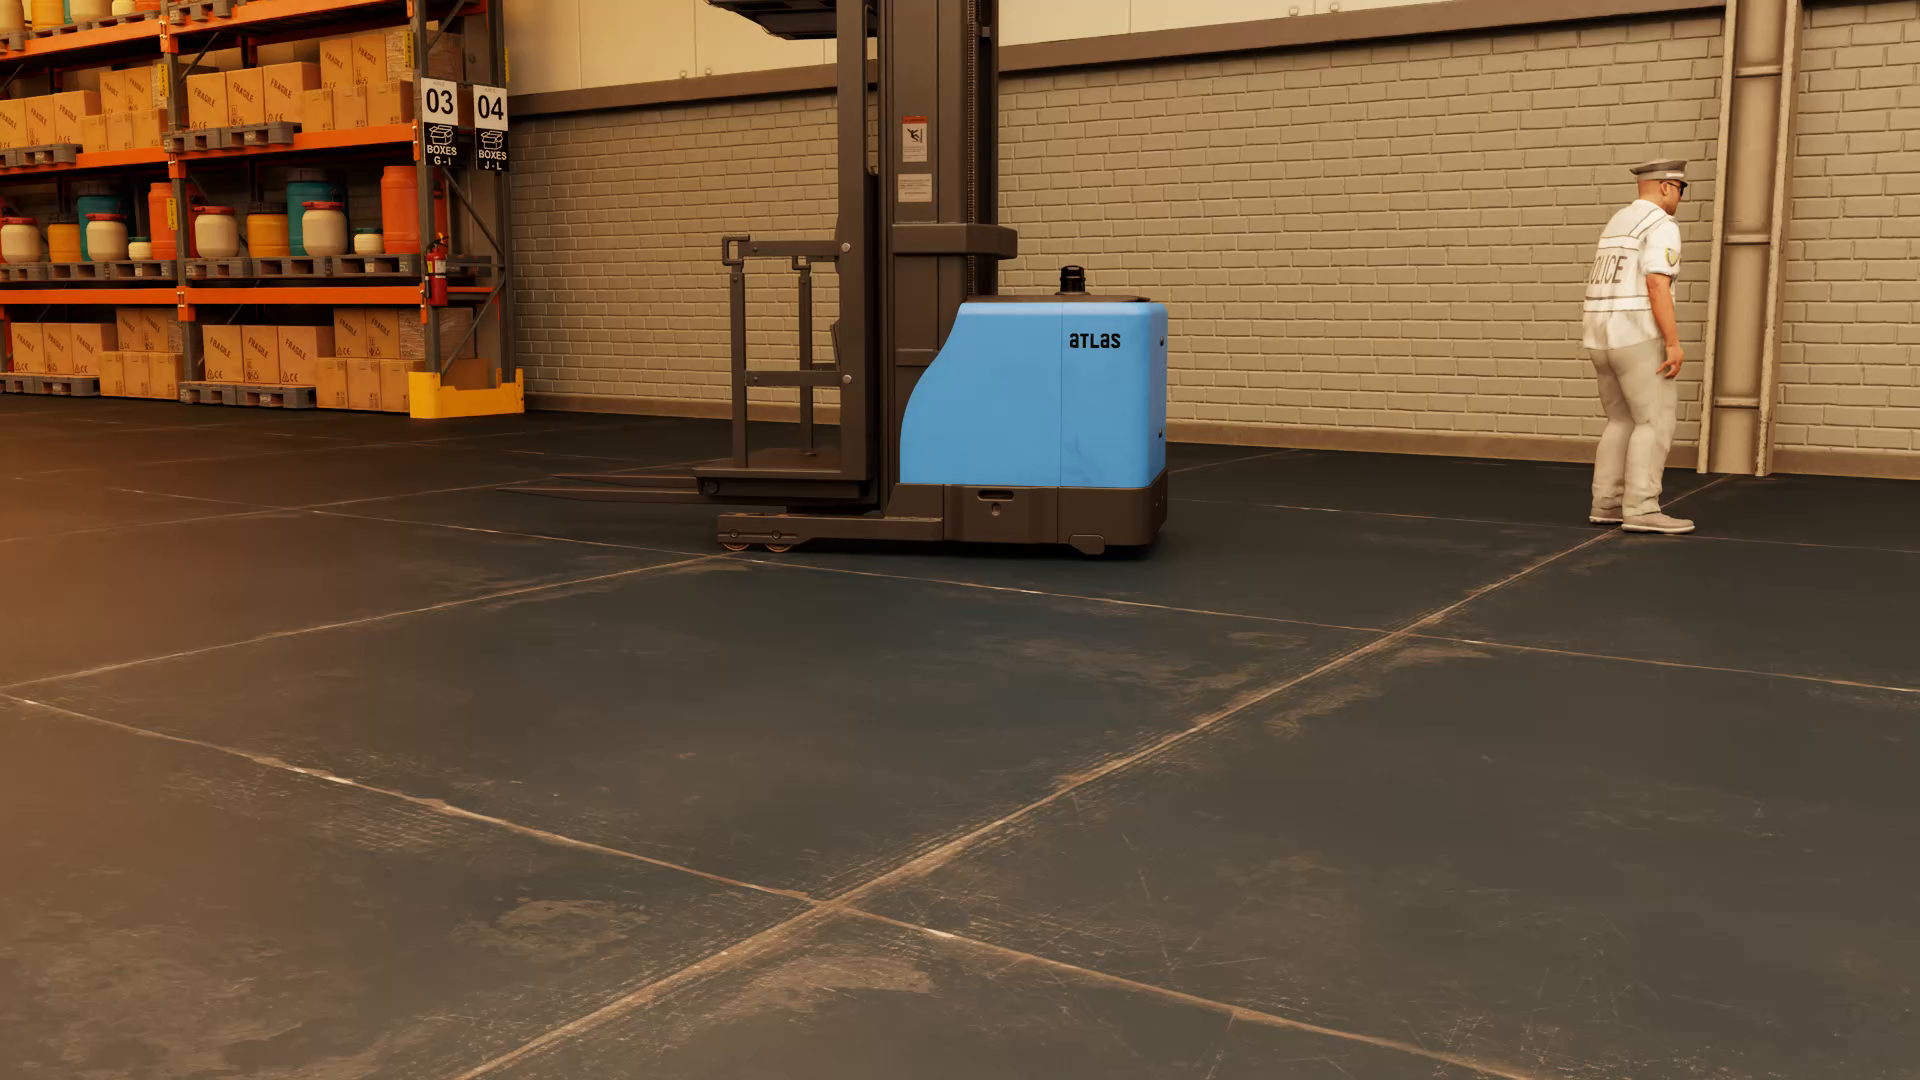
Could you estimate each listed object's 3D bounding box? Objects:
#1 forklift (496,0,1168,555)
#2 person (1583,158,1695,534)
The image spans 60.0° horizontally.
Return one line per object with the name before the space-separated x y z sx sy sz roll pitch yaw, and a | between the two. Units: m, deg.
forklift | -0.596 -1.469 7.520 3.031 2.935 1.130 2 8 12
person | 3.218 -0.930 7.926 0.433 1.748 0.586 -1 8 -7
